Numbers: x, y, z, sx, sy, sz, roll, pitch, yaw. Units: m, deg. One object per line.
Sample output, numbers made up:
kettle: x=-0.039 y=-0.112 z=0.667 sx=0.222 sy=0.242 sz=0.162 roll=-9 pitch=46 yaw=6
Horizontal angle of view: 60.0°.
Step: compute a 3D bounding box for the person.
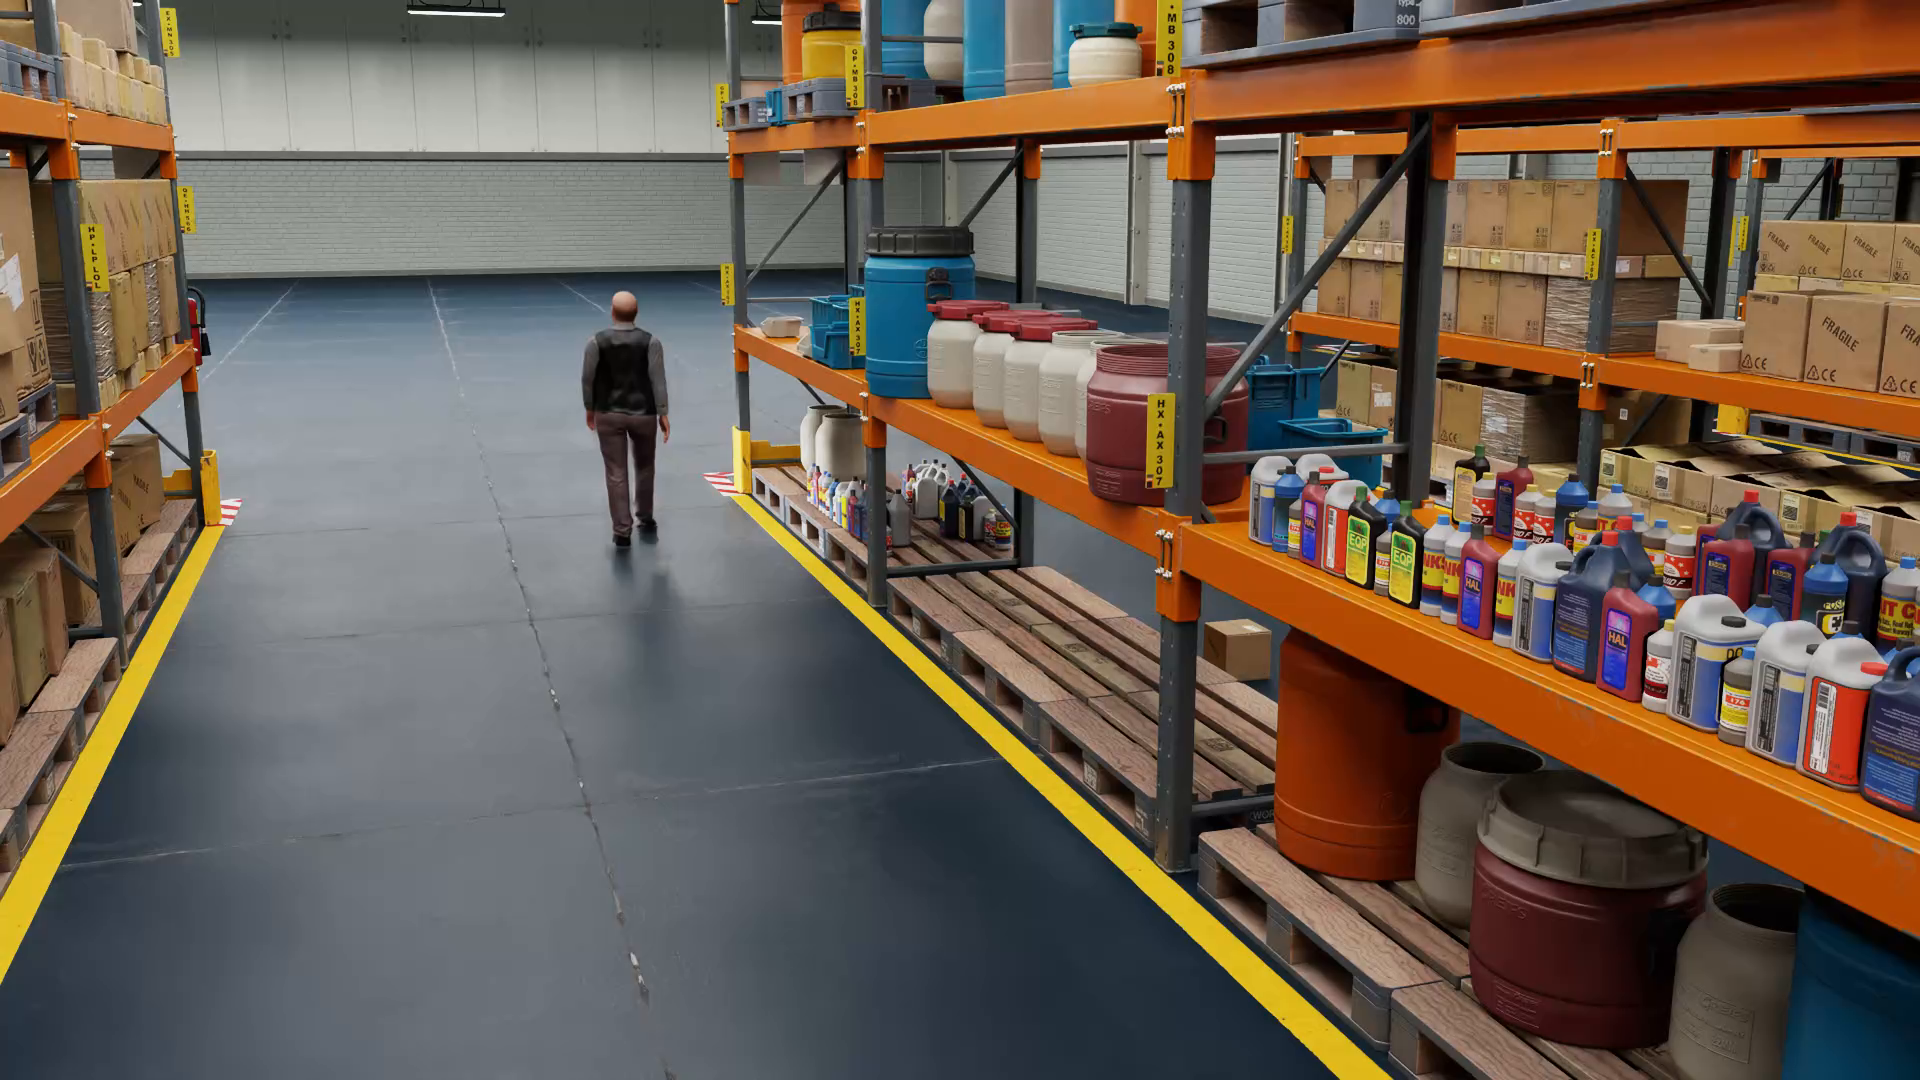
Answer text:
person: x=-2.295 y=-0.853 z=11.381 sx=0.561 sy=1.690 sz=0.897 roll=-4 pitch=13 yaw=-17
